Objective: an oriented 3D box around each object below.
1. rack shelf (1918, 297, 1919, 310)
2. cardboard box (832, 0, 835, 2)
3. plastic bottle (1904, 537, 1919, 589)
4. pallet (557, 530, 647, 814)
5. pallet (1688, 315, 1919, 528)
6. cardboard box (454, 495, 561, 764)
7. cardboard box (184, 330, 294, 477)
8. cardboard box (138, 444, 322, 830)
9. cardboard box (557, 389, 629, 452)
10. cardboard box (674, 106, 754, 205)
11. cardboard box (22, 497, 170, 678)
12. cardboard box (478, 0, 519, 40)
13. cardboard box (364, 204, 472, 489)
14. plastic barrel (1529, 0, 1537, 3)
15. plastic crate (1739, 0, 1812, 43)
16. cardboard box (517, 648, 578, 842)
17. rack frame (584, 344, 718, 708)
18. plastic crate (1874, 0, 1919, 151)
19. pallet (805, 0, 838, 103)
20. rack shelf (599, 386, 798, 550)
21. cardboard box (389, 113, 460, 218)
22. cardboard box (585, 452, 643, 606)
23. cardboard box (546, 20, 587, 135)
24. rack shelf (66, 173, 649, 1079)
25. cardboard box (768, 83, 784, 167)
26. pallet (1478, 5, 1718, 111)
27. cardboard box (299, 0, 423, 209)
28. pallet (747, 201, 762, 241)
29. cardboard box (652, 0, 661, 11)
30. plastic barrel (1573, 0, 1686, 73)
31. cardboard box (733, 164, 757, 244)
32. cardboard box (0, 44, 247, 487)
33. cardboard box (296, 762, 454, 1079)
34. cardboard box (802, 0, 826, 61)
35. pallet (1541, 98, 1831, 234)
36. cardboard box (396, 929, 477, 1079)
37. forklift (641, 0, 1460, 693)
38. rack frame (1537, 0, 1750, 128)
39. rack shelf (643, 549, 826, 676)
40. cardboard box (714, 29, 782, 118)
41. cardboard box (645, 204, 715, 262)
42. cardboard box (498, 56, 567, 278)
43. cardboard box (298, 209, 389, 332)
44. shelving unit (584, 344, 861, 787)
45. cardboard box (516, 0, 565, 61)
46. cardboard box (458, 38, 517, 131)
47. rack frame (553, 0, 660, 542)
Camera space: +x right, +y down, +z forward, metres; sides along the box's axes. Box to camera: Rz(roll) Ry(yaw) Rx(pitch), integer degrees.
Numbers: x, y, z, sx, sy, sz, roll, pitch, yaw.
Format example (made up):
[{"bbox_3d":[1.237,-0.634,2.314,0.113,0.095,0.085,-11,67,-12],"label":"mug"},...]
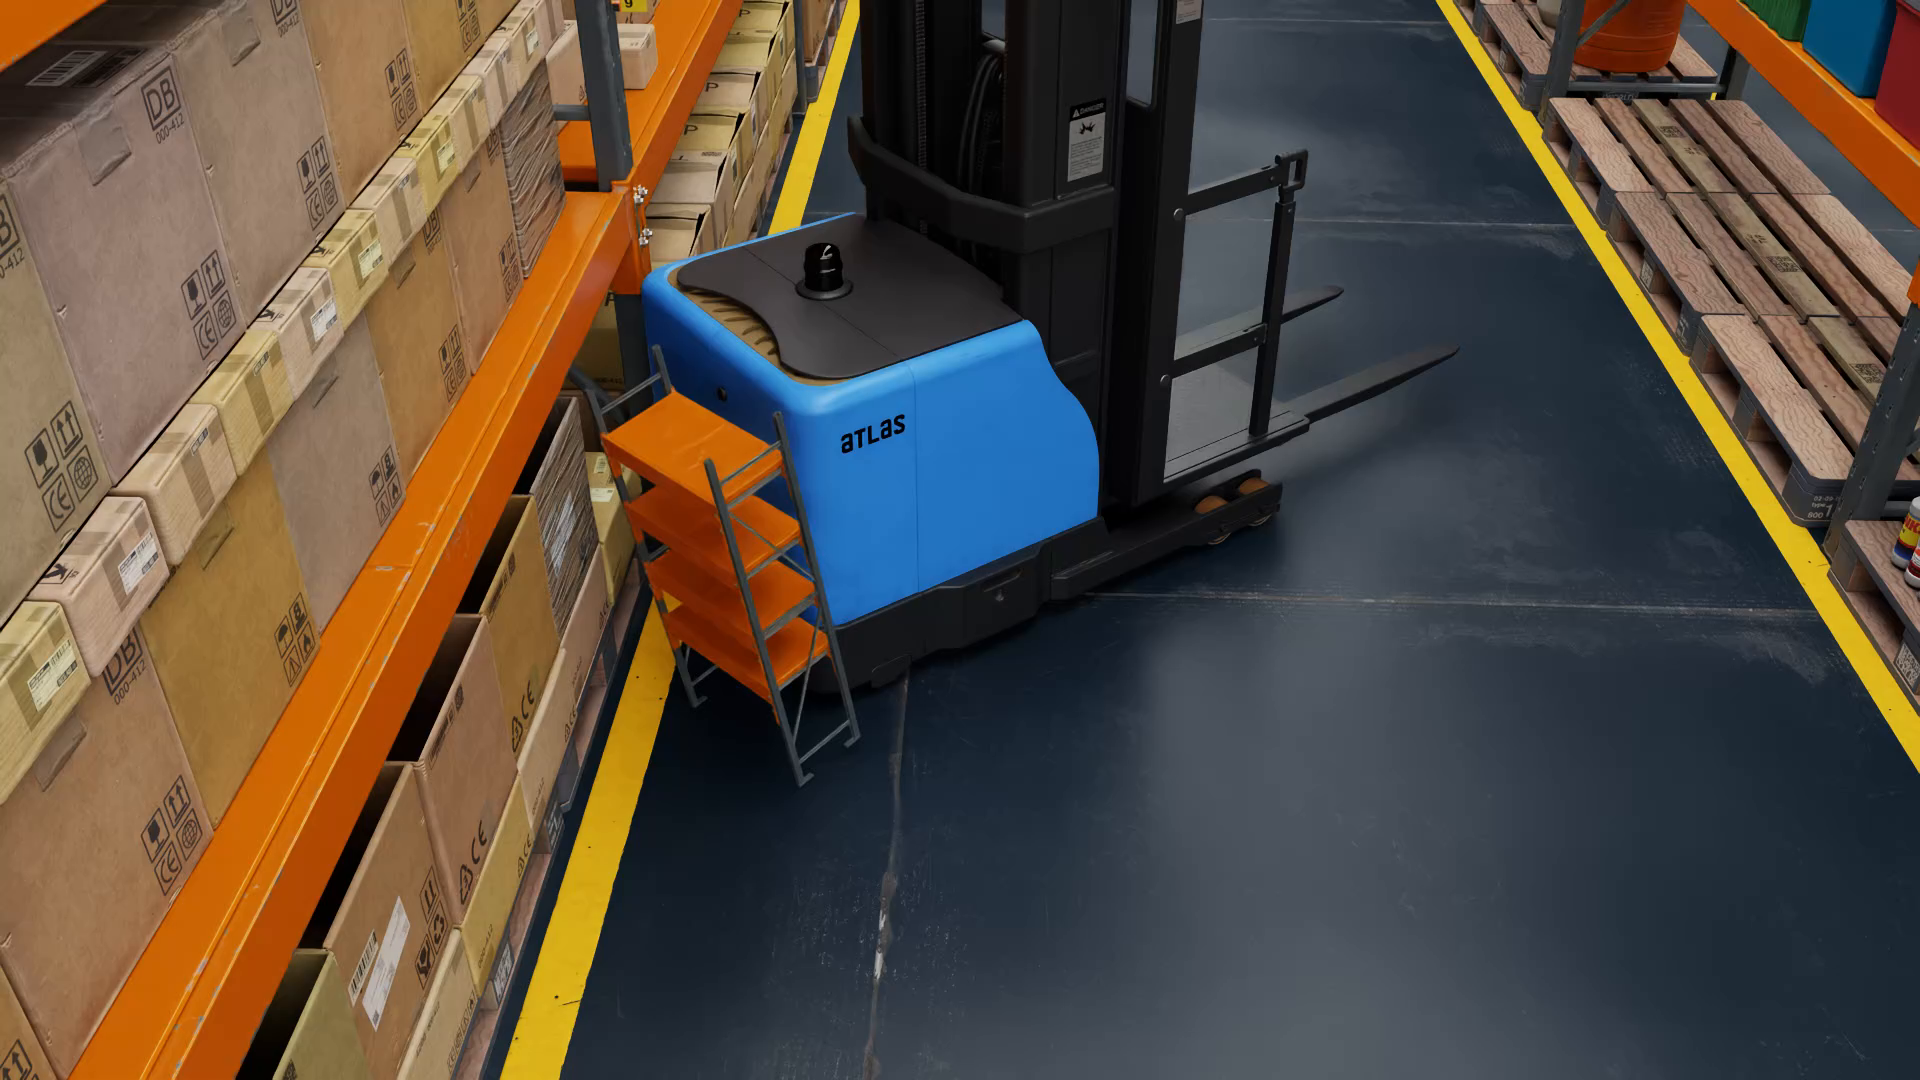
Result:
[{"bbox_3d":[3.371,0.291,3.352,1.077,0.370,4.000,1,35,2],"label":"rack shelf"},{"bbox_3d":[-0.993,-3.568,10.009,0.500,0.500,0.500,1,35,1],"label":"cardboard box"},{"bbox_3d":[2.997,0.044,5.129,0.097,0.201,0.097,0,35,0],"label":"plastic bottle"},{"bbox_3d":[-1.572,0.328,5.099,1.003,0.211,1.213,1,35,2],"label":"pallet"},{"bbox_3d":[3.444,-0.463,6.225,1.003,0.211,1.213,1,35,2],"label":"pallet"},{"bbox_3d":[-1.346,0.224,4.197,0.500,0.500,0.500,1,35,2],"label":"cardboard box"},{"bbox_3d":[-1.378,-0.237,2.828,0.380,0.149,0.250,1,35,1],"label":"cardboard box"},{"bbox_3d":[-1.585,0.134,2.864,0.700,0.500,0.500,2,35,2],"label":"cardboard box"},{"bbox_3d":[-1.234,-0.541,5.938,0.500,0.250,0.500,1,35,1],"label":"cardboard box"},{"bbox_3d":[-1.172,-1.660,7.041,0.500,0.311,0.500,2,35,3],"label":"cardboard box"},{"bbox_3d":[-1.396,0.063,2.401,0.380,0.149,0.250,1,35,1],"label":"cardboard box"},{"bbox_3d":[-1.509,-1.585,4.181,0.700,0.500,0.500,1,35,2],"label":"cardboard box"},{"bbox_3d":[-1.548,-0.463,3.713,0.700,0.500,0.500,2,35,3],"label":"cardboard box"},{"bbox_3d":[3.660,-3.566,9.947,0.600,0.588,0.708,1,35,2],"label":"plastic barrel"},{"bbox_3d":[3.239,-2.072,6.274,0.450,0.188,0.662,1,35,2],"label":"plastic crate"},{"bbox_3d":[-1.333,0.531,4.412,0.500,0.250,0.500,1,35,2],"label":"cardboard box"},{"bbox_3d":[-0.798,-0.002,4.682,0.015,1.200,0.240,29,54,35],"label":"rack frame"},{"bbox_3d":[3.165,-1.463,5.168,0.402,0.464,0.583,1,35,2],"label":"plastic crate"},{"bbox_3d":[-1.269,-2.854,9.627,1.003,0.211,1.213,1,35,2],"label":"pallet"},{"bbox_3d":[-0.672,-0.193,4.281,0.480,0.148,0.258,29,54,35],"label":"rack shelf"},{"bbox_3d":[-1.337,-0.829,3.670,0.380,0.149,0.250,1,35,2],"label":"cardboard box"},{"bbox_3d":[-1.298,-0.044,5.230,0.500,0.250,0.500,1,35,2],"label":"cardboard box"},{"bbox_3d":[-1.522,-1.491,5.393,0.500,0.250,0.500,3,35,5],"label":"cardboard box"},{"bbox_3d":[-1.578,0.175,3.518,1.077,0.370,4.000,1,35,2],"label":"rack shelf"},{"bbox_3d":[-1.132,-2.009,8.026,0.500,0.250,0.500,1,35,1],"label":"cardboard box"},{"bbox_3d":[3.602,-2.763,9.498,1.003,0.211,1.213,1,35,2],"label":"pallet"},{"bbox_3d":[-1.549,-1.007,3.359,0.700,0.500,0.500,1,35,2],"label":"cardboard box"},{"bbox_3d":[-1.461,-1.255,7.352,1.003,0.211,1.213,1,35,2],"label":"pallet"},{"bbox_3d":[-1.409,-2.341,6.385,0.500,0.500,0.500,1,35,2],"label":"cardboard box"},{"bbox_3d":[3.615,-3.015,8.954,0.600,0.830,0.708,1,35,2],"label":"plastic barrel"},{"bbox_3d":[-1.173,-1.425,7.195,0.500,0.250,0.500,2,35,3],"label":"cardboard box"},{"bbox_3d":[-1.590,-0.432,2.541,0.700,0.500,0.500,1,35,2],"label":"cardboard box"},{"bbox_3d":[-1.389,0.798,3.380,0.500,0.500,0.500,1,35,2],"label":"cardboard box"},{"bbox_3d":[-1.033,-2.979,9.171,0.500,0.500,0.500,3,35,4],"label":"cardboard box"},{"bbox_3d":[3.542,-1.865,8.220,1.003,0.211,1.213,1,35,2],"label":"pallet"},{"bbox_3d":[-1.378,1.105,3.595,0.500,0.250,0.500,1,35,2],"label":"cardboard box"},{"bbox_3d":[0.508,-1.409,5.206,3.031,2.935,1.130,-22,41,-28],"label":"forklift"},{"bbox_3d":[3.612,-3.450,8.050,1.000,3.000,0.127,1,35,2],"label":"rack frame"},{"bbox_3d":[-0.616,0.146,4.587,0.480,0.148,0.258,29,54,35],"label":"rack shelf"},{"bbox_3d":[-1.126,-2.238,7.863,0.500,0.311,0.500,1,35,1],"label":"cardboard box"},{"bbox_3d":[-1.207,-1.064,6.194,0.500,0.311,0.500,1,35,1],"label":"cardboard box"},{"bbox_3d":[-1.509,-1.054,4.555,0.700,0.500,0.500,0,35,1],"label":"cardboard box"},{"bbox_3d":[-1.355,-0.531,3.246,0.380,0.149,0.250,2,35,3],"label":"cardboard box"},{"bbox_3d":[-0.624,0.096,4.542,0.503,1.200,0.258,29,54,35],"label":"shelving unit"},{"bbox_3d":[-1.295,-1.414,4.502,0.380,0.149,0.250,1,35,2],"label":"cardboard box"},{"bbox_3d":[-1.315,-1.121,4.085,0.380,0.149,0.250,0,35,1],"label":"cardboard box"},{"bbox_3d":[-1.498,-1.268,4.946,1.000,3.000,0.127,1,35,2],"label":"rack frame"}]
